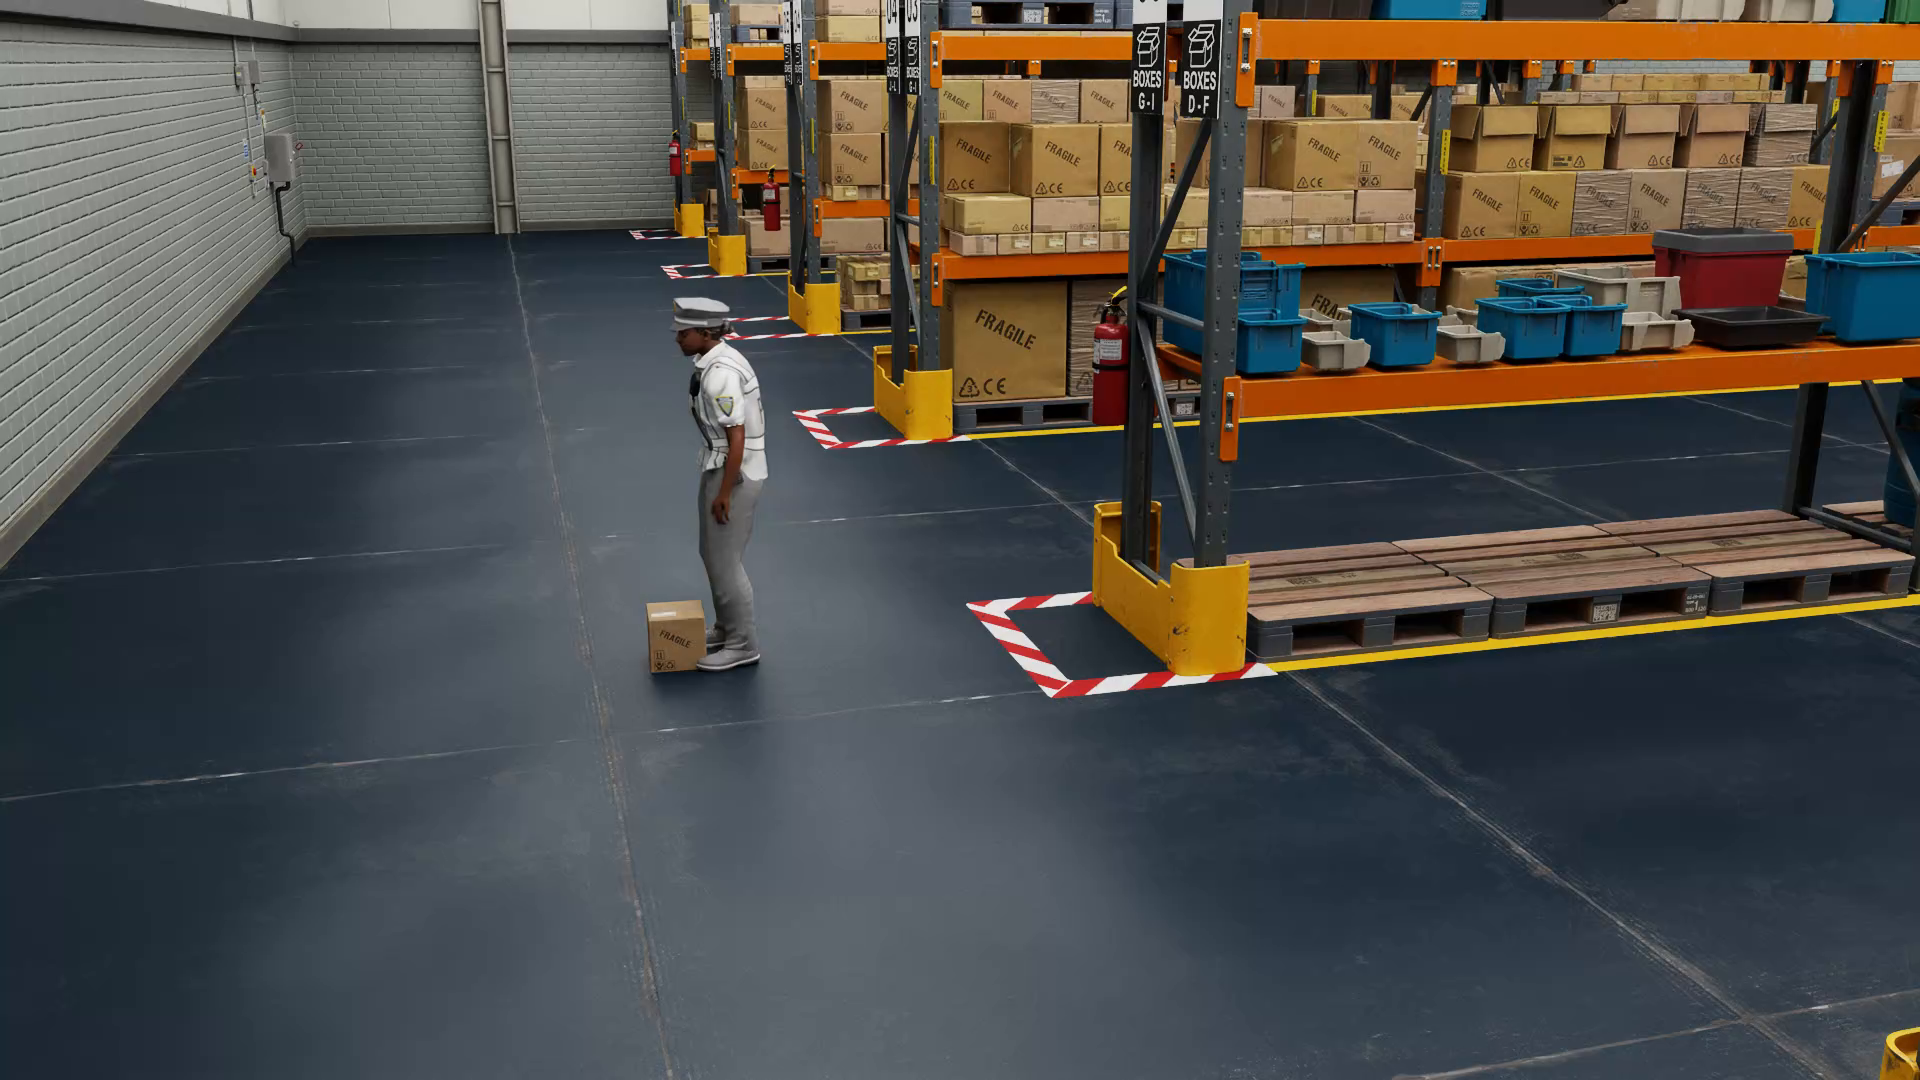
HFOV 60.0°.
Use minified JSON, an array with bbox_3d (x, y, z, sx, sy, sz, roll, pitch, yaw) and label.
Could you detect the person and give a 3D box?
[{"bbox_3d":[-1.067,-0.260,7.435,0.397,1.658,0.509,-5,17,-16],"label":"person"}]
